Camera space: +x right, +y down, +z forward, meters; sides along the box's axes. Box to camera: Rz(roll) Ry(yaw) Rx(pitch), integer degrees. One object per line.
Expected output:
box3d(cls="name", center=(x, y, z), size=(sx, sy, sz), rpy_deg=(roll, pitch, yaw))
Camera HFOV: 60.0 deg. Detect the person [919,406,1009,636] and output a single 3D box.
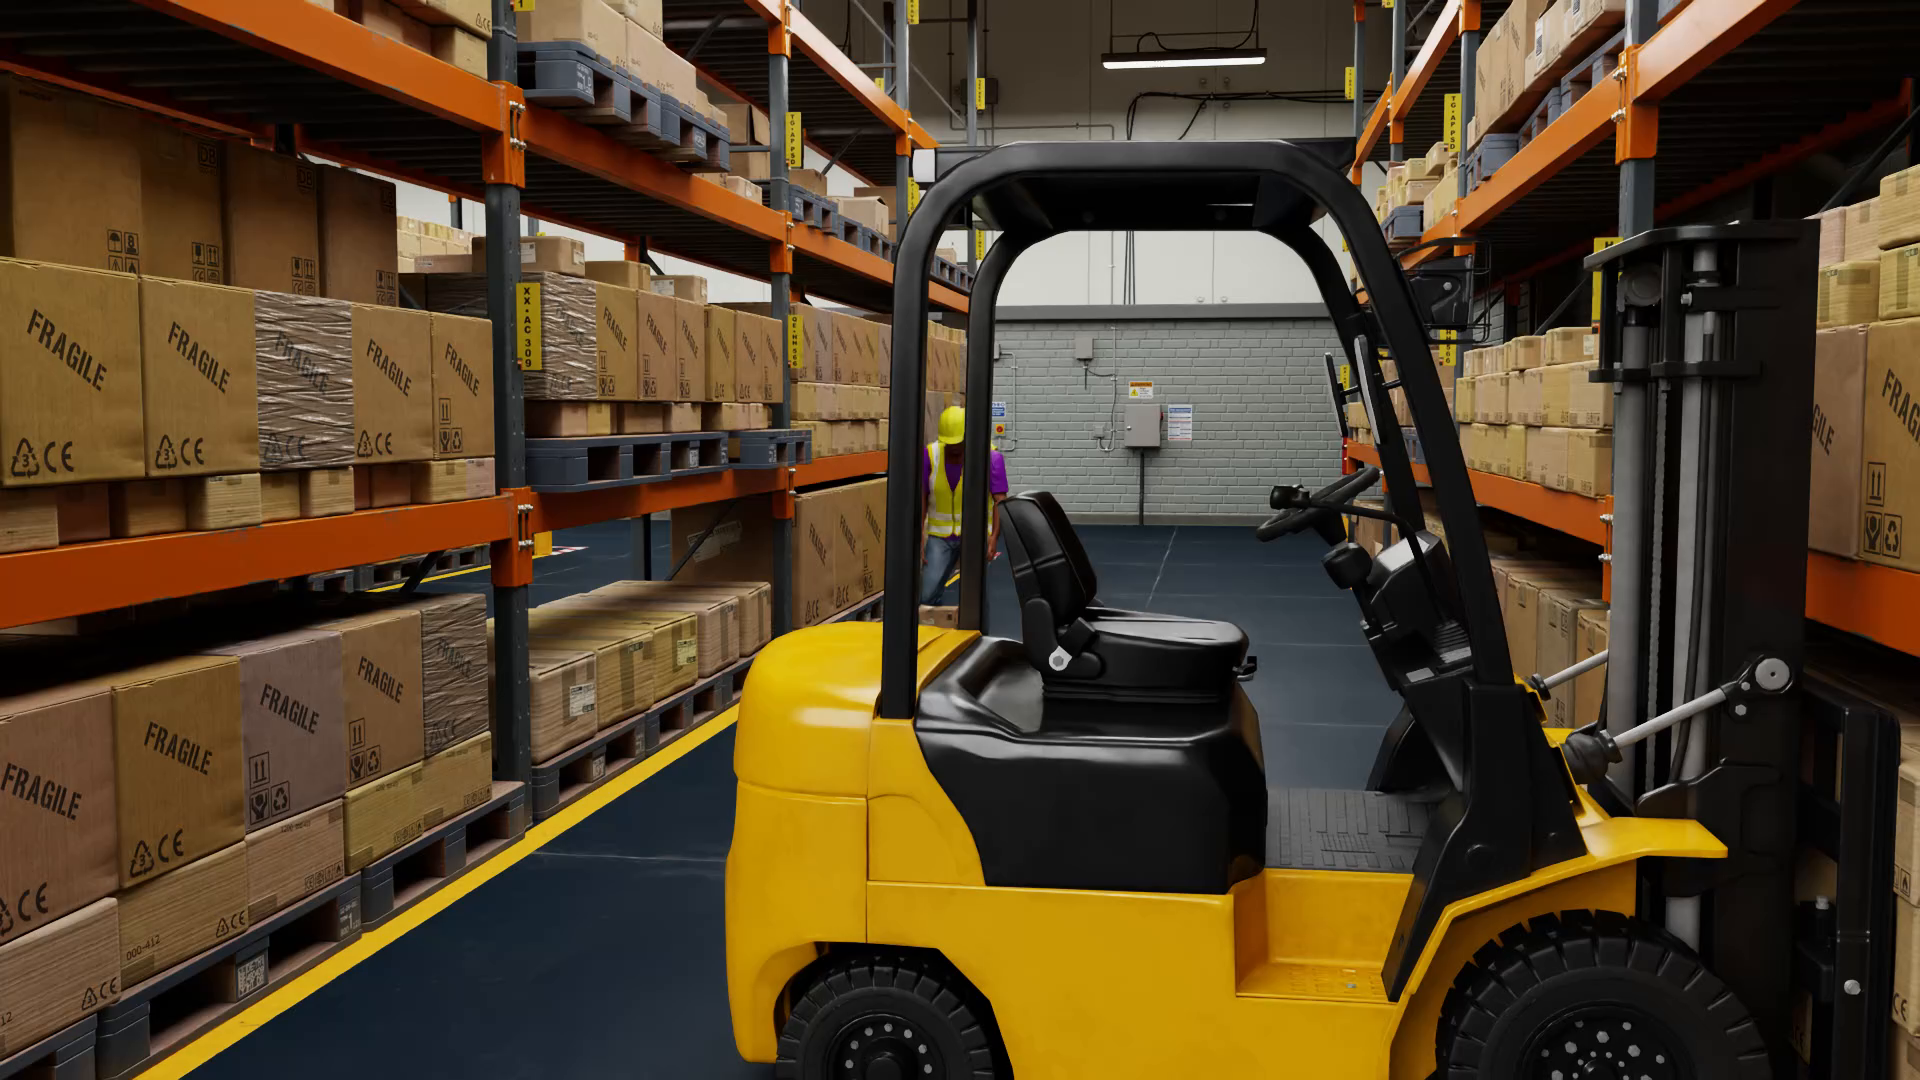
box3d(cls="person", center=(0.002, -0.003, 10.284), size=(0.610, 1.651, 0.554), rpy_deg=(1, 5, 16))
